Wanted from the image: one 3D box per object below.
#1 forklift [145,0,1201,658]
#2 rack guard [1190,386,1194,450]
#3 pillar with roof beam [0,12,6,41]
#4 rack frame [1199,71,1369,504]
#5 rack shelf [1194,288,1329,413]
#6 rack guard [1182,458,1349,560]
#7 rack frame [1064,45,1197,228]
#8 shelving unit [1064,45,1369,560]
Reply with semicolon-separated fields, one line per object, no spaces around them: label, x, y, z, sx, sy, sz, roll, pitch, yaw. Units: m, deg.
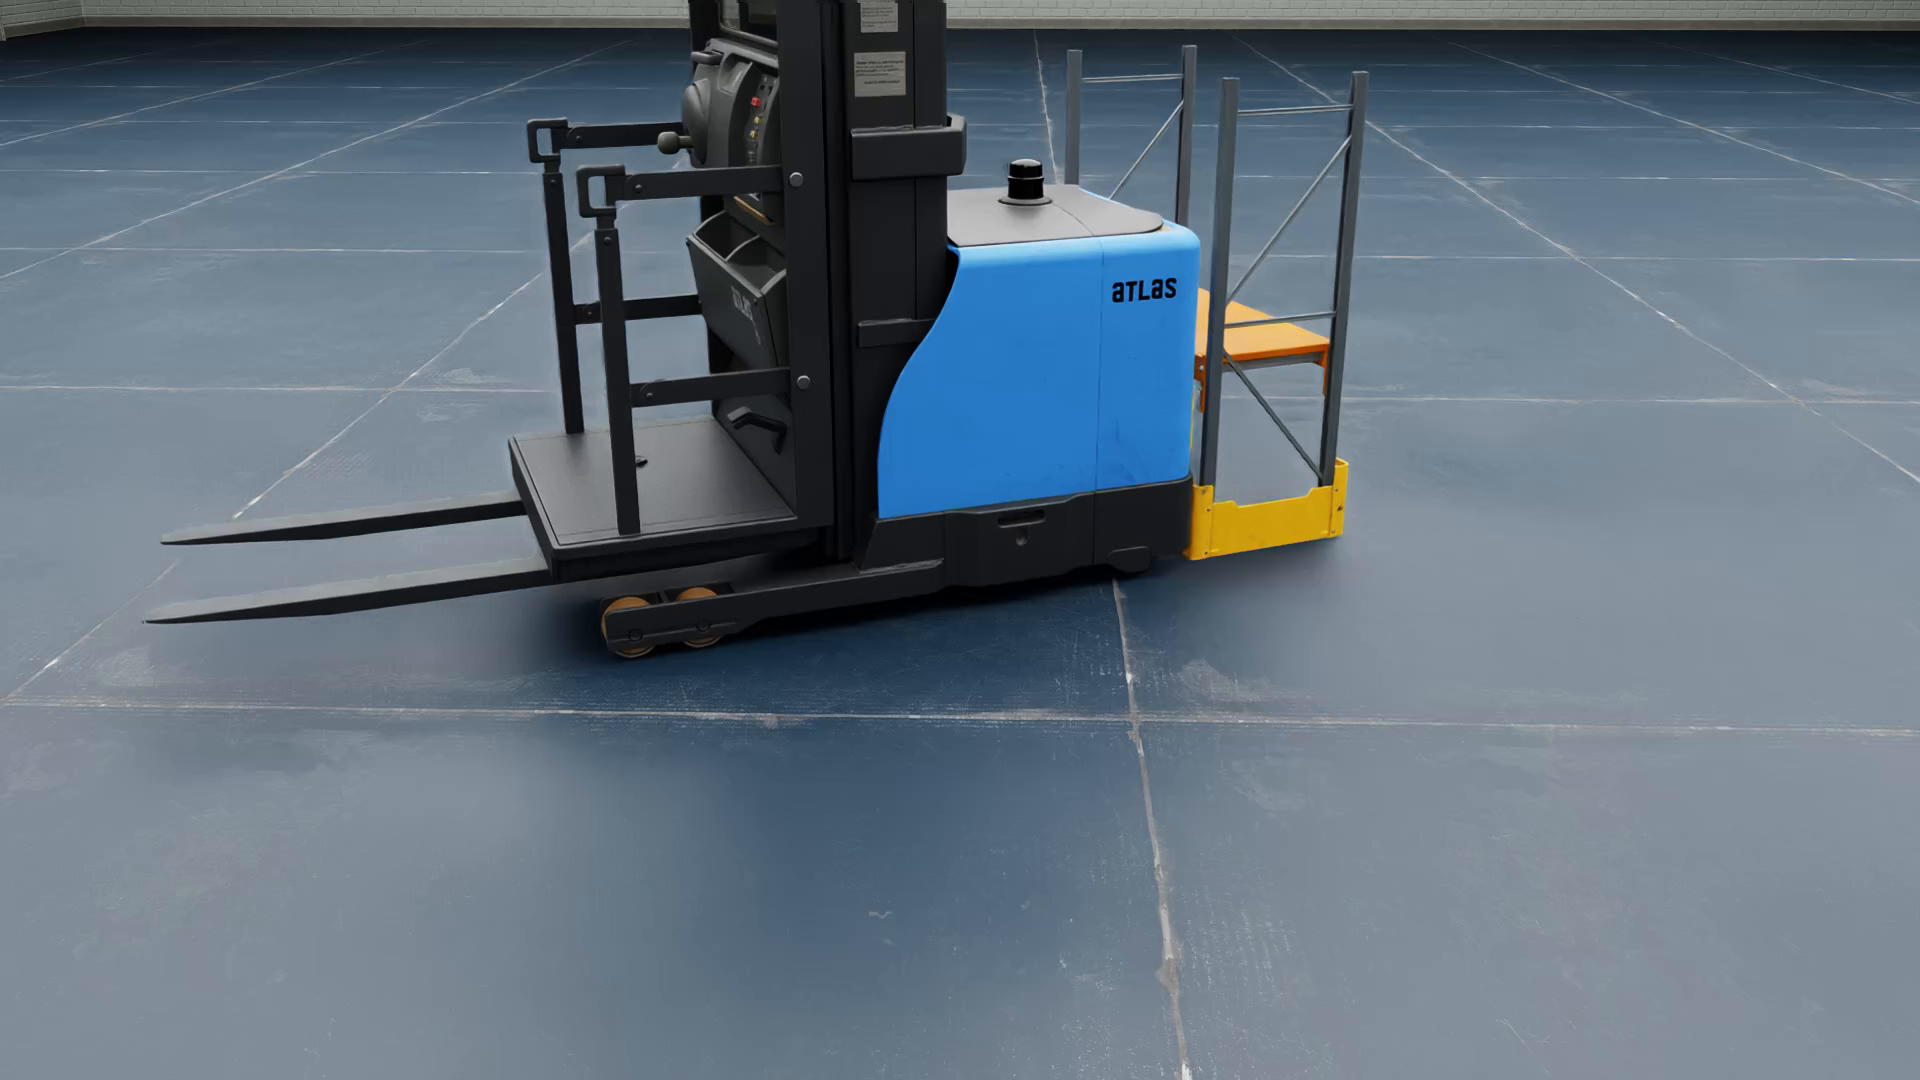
forklift;-0.839;-1.252;4.703;3.031;2.935;1.130;-8;23;-19
rack guard;0.614;-0.437;6.309;0.587;0.250;0.087;-9;23;-21
pillar with roof beam;-9.910;-11.442;22.577;9.100;9.000;0.400;1;21;2
rack frame;1.003;-0.687;5.227;0.500;1.500;0.032;-9;23;-21
rack shelf;0.805;-0.689;5.728;0.538;0.185;1.000;-9;23;-21
rack guard;1.002;-0.105;5.454;0.587;0.250;0.087;-9;23;-21
rack frame;0.607;-1.026;6.100;0.500;1.500;0.032;-9;23;-21
shelving unit;0.808;-0.854;5.656;0.587;1.500;1.083;-9;23;-21
